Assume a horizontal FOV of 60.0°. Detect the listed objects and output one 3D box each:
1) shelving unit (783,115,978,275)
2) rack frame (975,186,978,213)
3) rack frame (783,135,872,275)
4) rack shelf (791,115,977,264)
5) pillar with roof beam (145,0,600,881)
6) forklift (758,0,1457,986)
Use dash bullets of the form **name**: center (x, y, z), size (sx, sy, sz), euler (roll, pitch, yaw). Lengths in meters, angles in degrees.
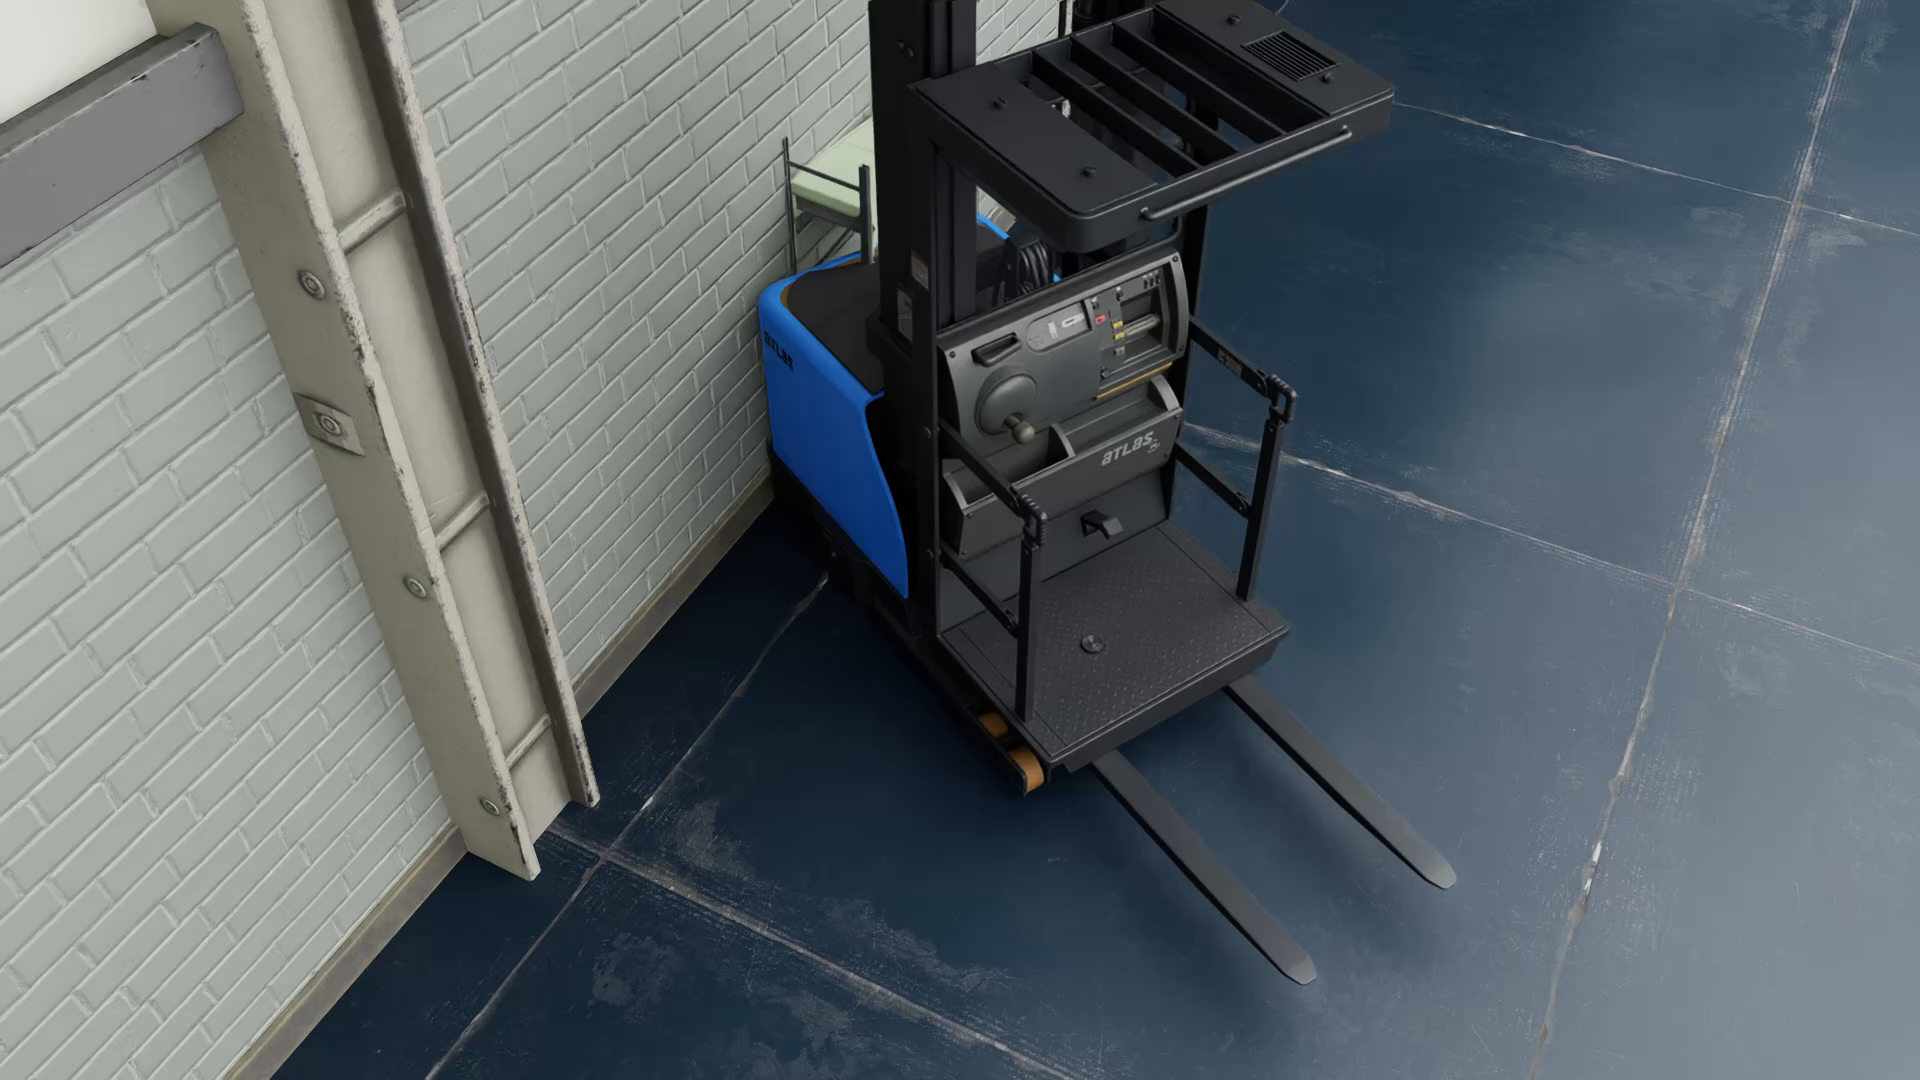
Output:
- **shelving unit**: center (-0.306, -1.077, 6.740), size (0.431, 1.500, 0.755), euler (25, 49, 22)
- **rack frame**: center (-0.107, -1.289, 6.962), size (0.400, 1.500, 0.023), euler (25, 49, 22)
- **rack frame**: center (-0.506, -0.866, 6.519), size (0.400, 1.500, 0.023), euler (25, 49, 22)
- **rack shelf**: center (-0.300, -1.357, 6.468), size (0.431, 0.370, 0.720), euler (25, 49, 22)
- **pillar with roof beam**: center (2.323, -0.764, 1.178), size (9.100, 9.000, 0.400), euler (20, 49, 19)
- **forklift**: center (0.476, -0.532, 5.215), size (1.130, 2.935, 3.031), euler (-26, 51, -23)
